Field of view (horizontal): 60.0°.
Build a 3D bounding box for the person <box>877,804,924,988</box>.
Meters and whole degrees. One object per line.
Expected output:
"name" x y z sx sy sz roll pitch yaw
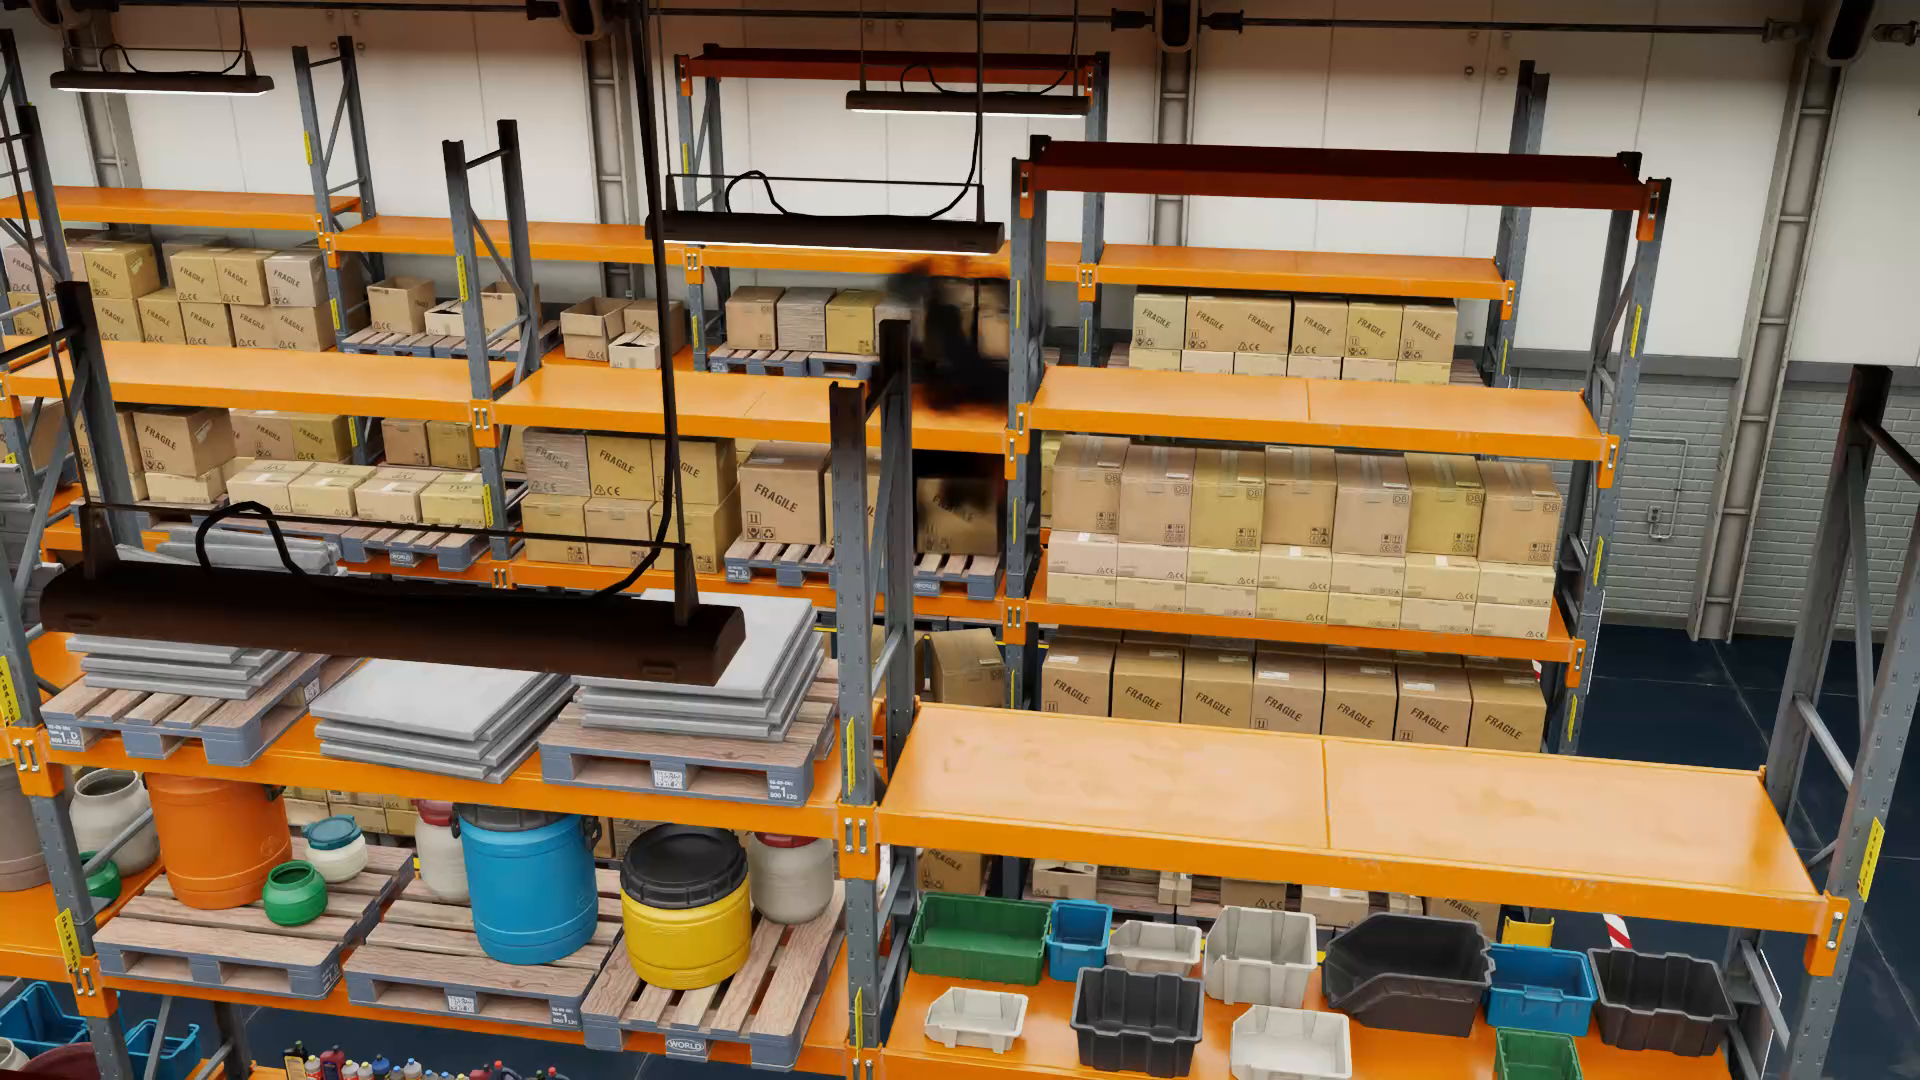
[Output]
"person" -0.522 2.577 11.324 0.872 1.821 0.672 0 23 1
